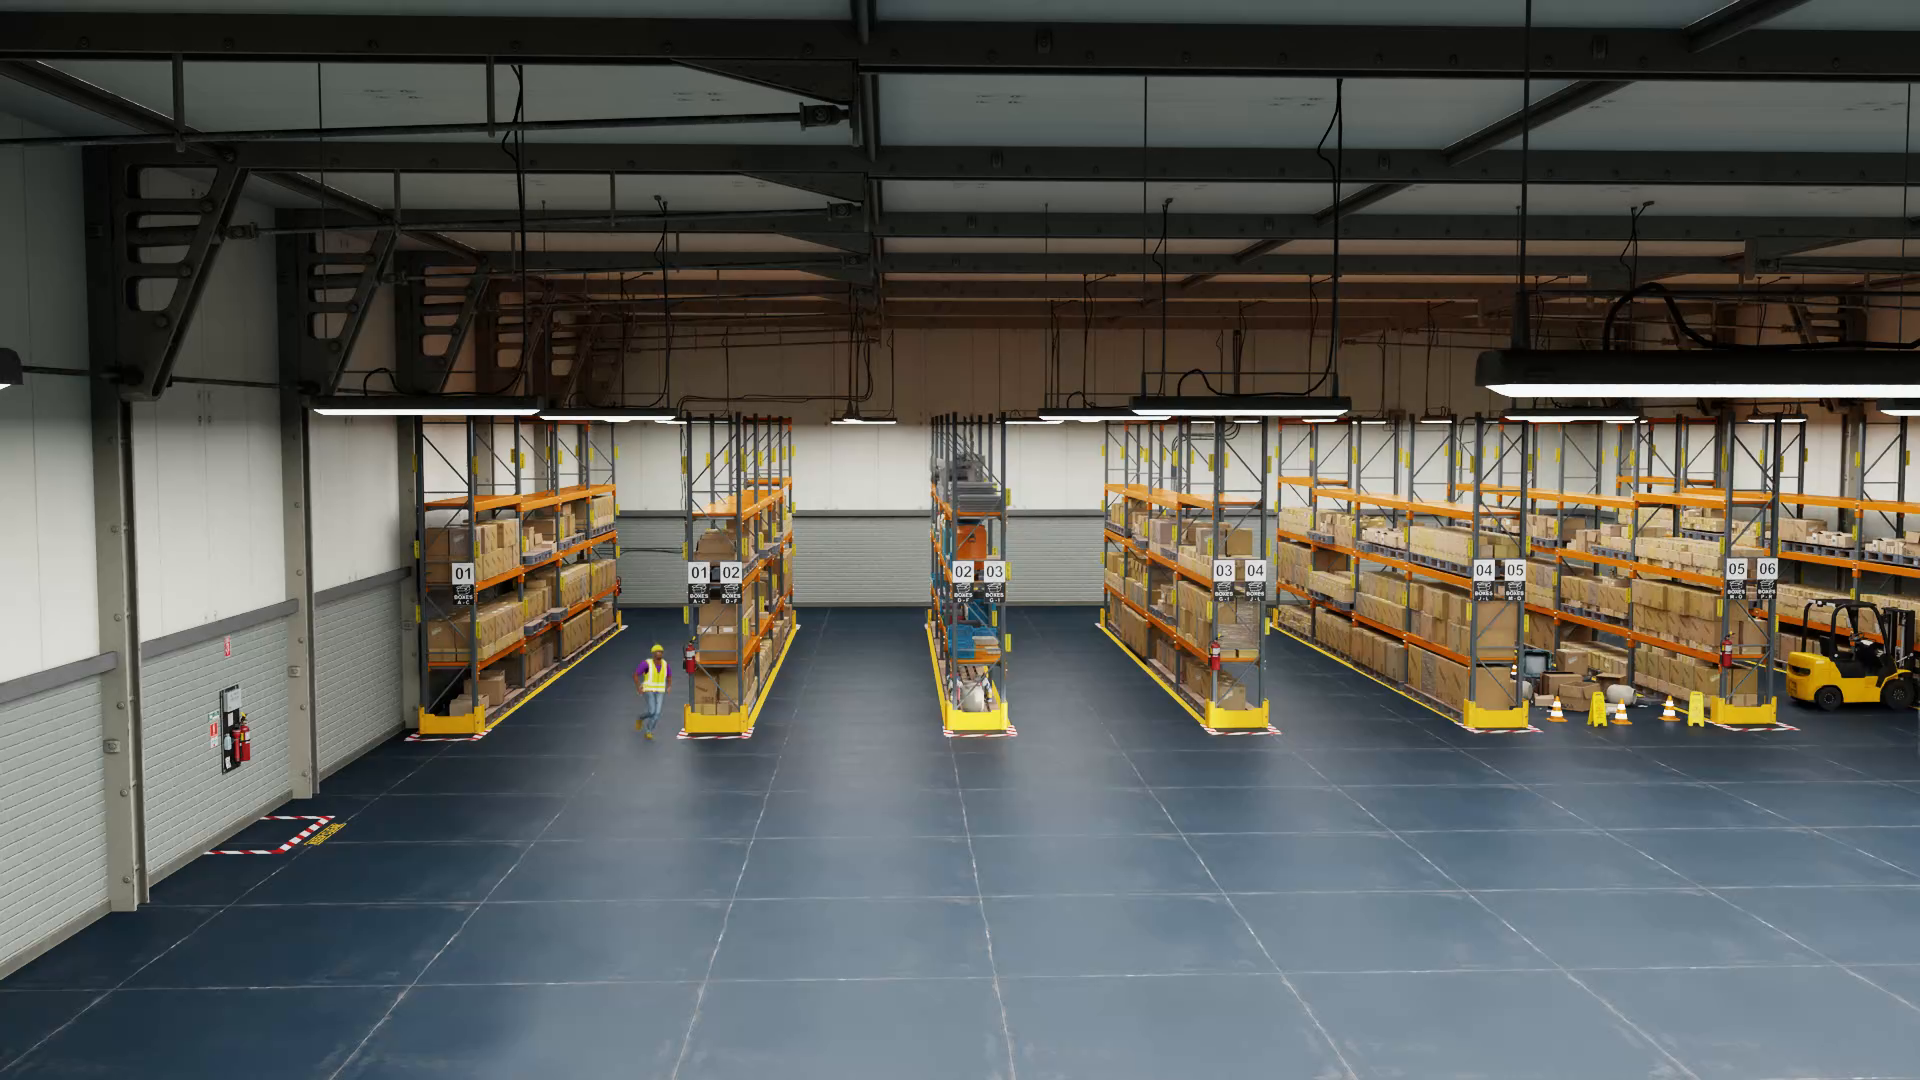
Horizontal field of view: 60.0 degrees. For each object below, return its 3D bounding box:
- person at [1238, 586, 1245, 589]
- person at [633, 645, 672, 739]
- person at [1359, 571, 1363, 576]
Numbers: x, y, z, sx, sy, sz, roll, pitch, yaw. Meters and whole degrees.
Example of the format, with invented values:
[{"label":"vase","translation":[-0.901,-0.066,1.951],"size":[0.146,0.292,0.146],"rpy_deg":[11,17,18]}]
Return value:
[{"label":"person","translation":[7.810,1.722,46.551],"size":[0.681,1.656,0.536],"rpy_deg":[0,4,0]},{"label":"person","translation":[-5.626,2.787,30.707],"size":[0.734,1.695,0.602],"rpy_deg":[-3,5,-35]},{"label":"person","translation":[11.118,1.711,46.080],"size":[0.650,1.740,0.577],"rpy_deg":[-1,4,-8]}]
